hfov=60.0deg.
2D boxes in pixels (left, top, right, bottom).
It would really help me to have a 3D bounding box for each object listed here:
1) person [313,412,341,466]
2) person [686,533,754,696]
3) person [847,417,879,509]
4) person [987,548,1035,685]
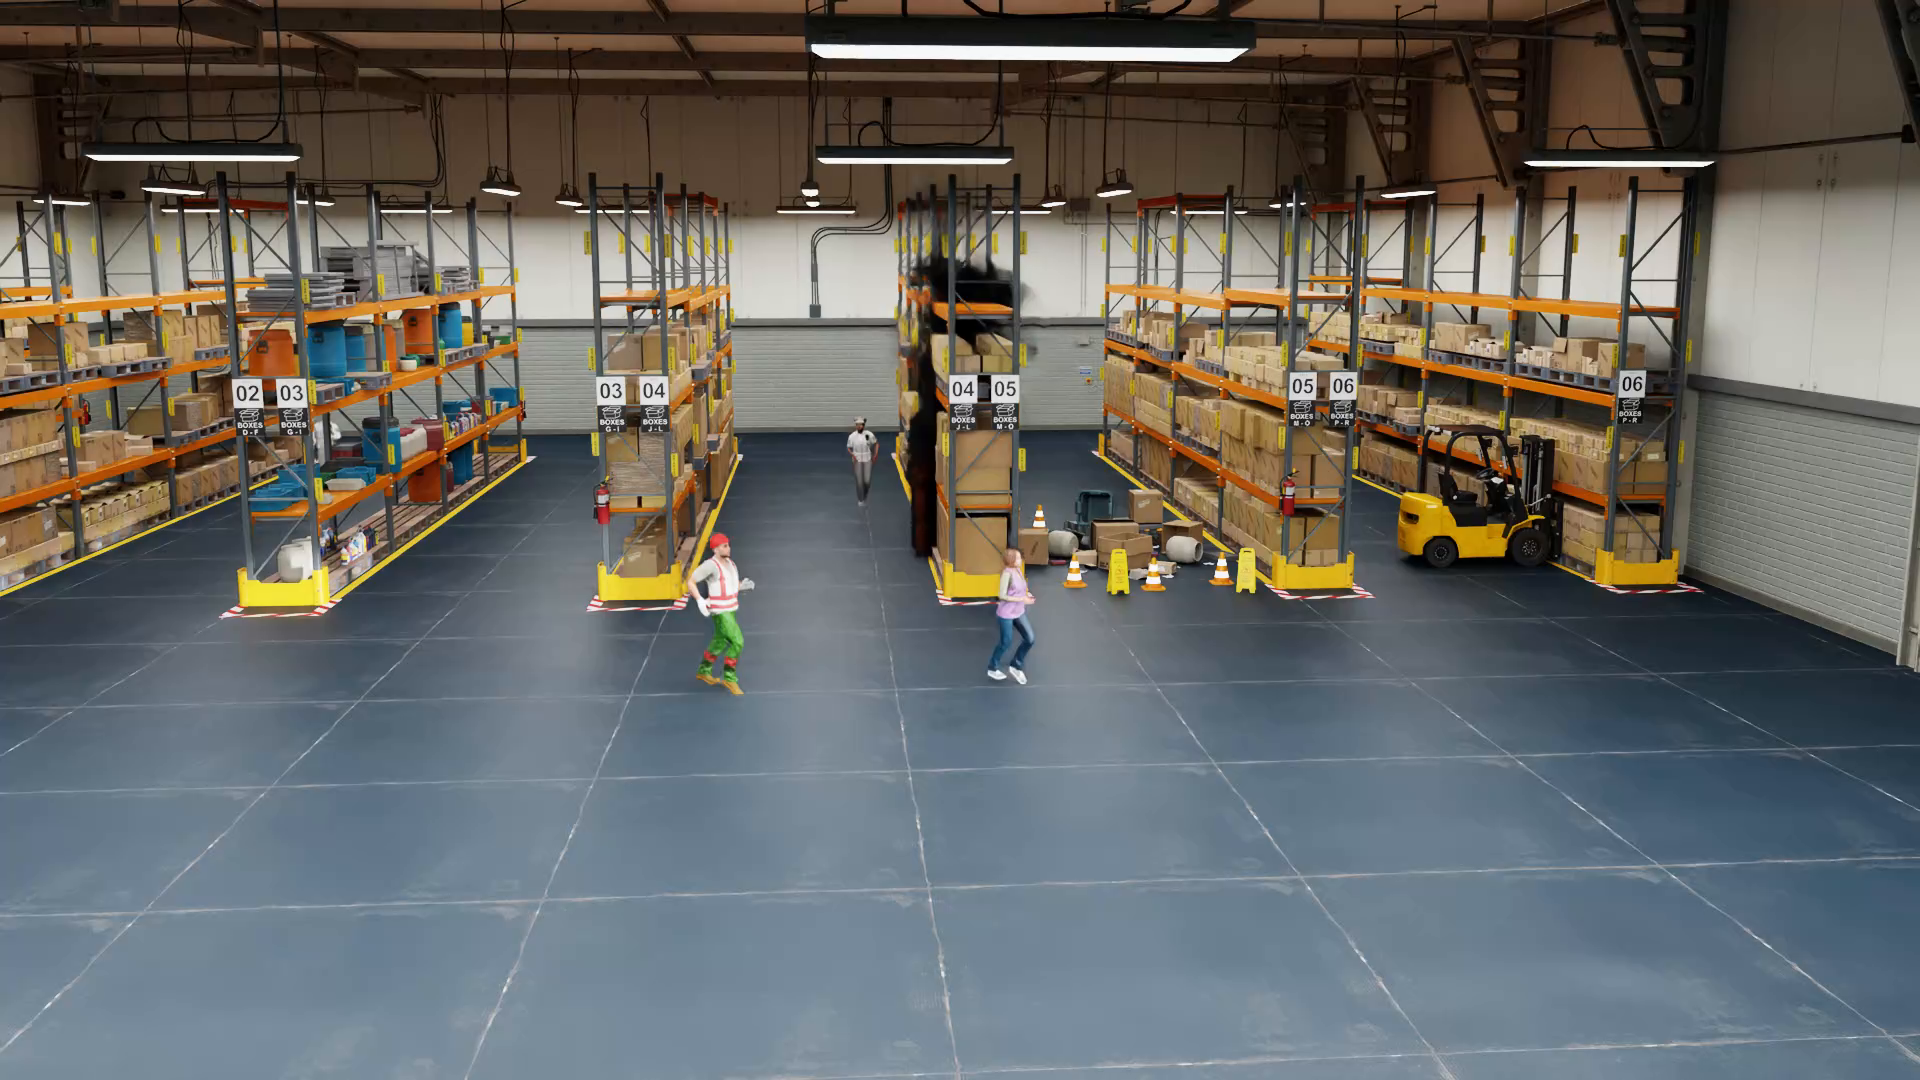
[{"bbox_3d":[-13.074,-1.873,34.303,0.607,1.689,0.916,-3,10,-15],"label":"person"},{"bbox_3d":[-2.684,0.842,18.796,0.774,1.845,0.643,3,11,18],"label":"person"},{"bbox_3d":[-1.777,-1.406,30.374,0.590,1.706,0.572,0,10,-2],"label":"person"},{"bbox_3d":[0.595,0.887,19.111,0.675,1.611,0.525,7,12,36],"label":"person"}]
